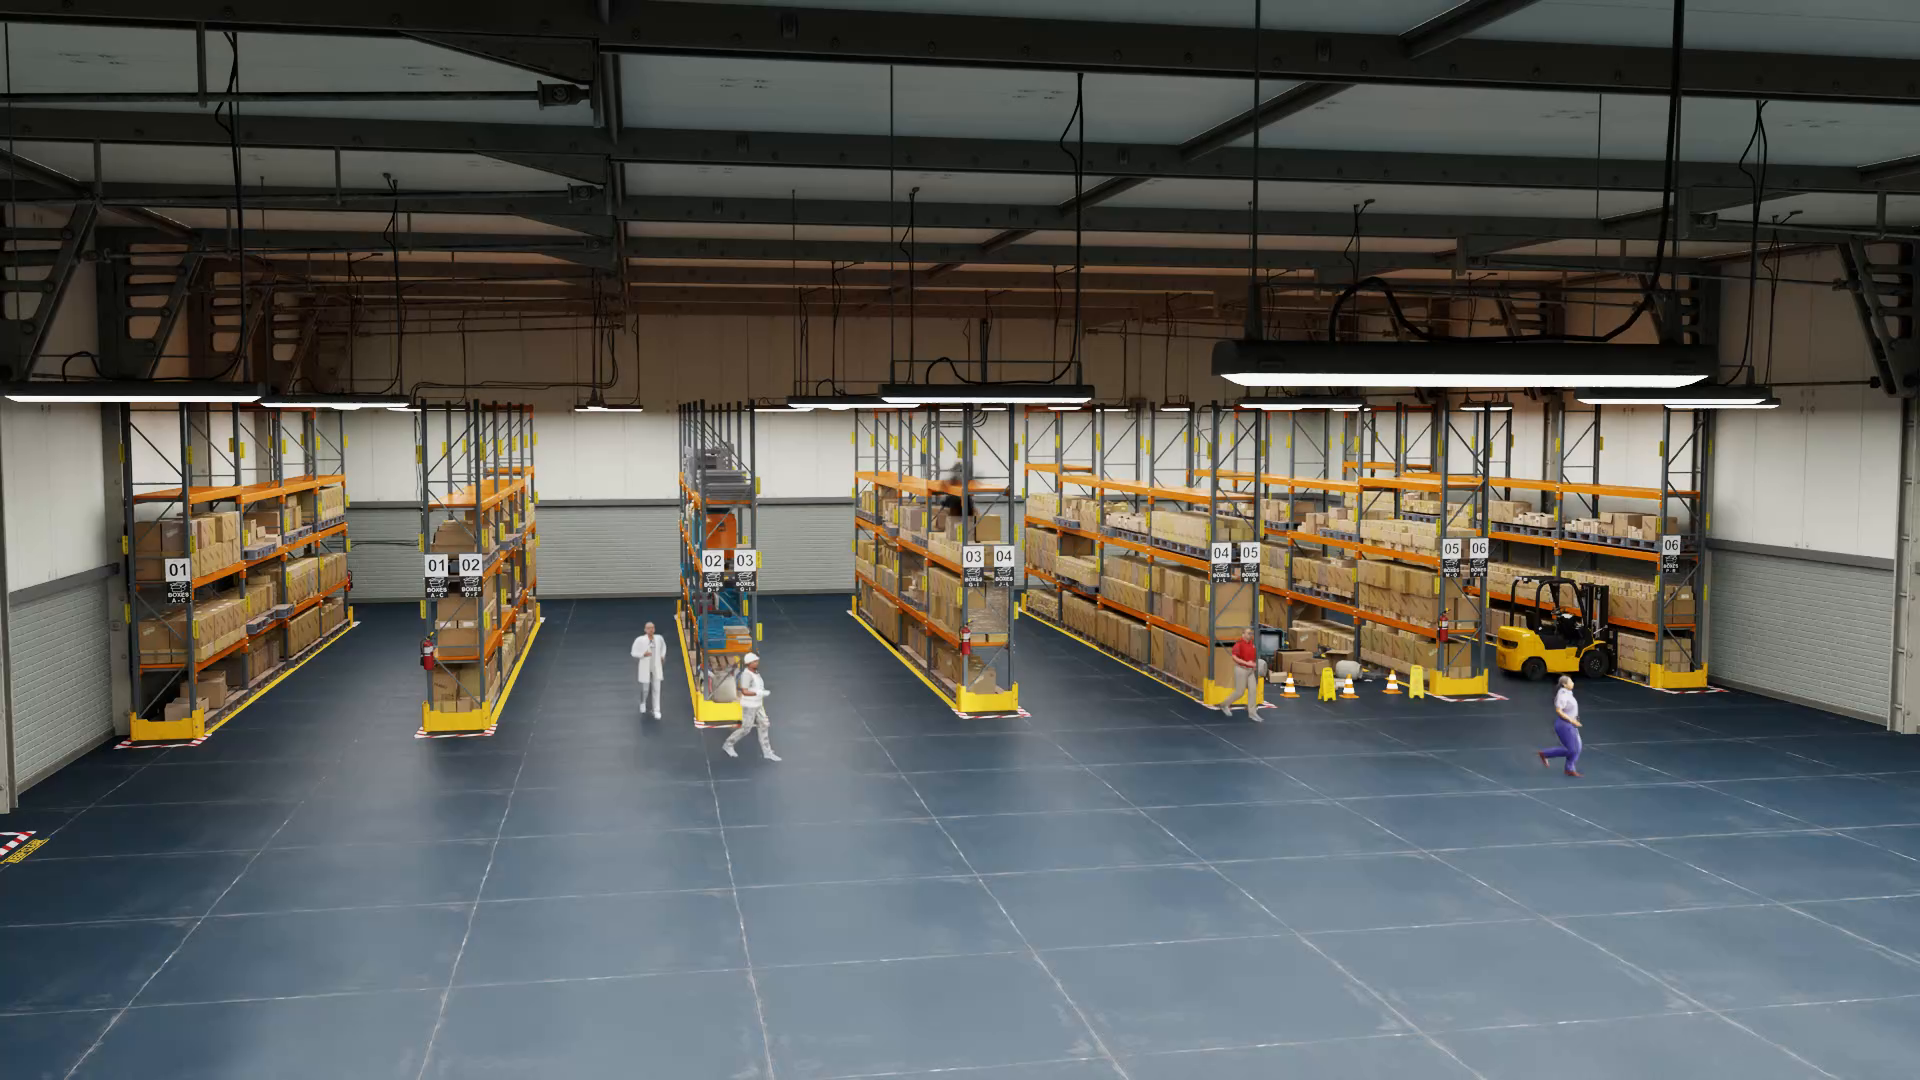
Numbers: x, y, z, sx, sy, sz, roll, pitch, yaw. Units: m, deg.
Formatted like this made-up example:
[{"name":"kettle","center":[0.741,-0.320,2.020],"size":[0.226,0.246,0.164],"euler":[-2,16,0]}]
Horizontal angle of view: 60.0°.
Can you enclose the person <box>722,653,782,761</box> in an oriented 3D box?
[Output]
[{"name":"person","center":[-3.438,2.743,27.326],"size":[0.993,1.788,0.682],"euler":[1,4,14]}]

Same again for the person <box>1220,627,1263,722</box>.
[{"name":"person","center":[5.326,2.506,31.257],"size":[0.685,1.747,0.870],"euler":[-4,6,-45]}]

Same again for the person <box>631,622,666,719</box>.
[{"name":"person","center":[-5.836,2.431,31.356],"size":[0.720,1.756,1.030],"euler":[-2,5,-25]}]

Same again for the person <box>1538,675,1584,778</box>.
[{"name":"person","center":[9.541,2.946,26.349],"size":[0.685,1.623,0.608],"euler":[2,5,23]}]
